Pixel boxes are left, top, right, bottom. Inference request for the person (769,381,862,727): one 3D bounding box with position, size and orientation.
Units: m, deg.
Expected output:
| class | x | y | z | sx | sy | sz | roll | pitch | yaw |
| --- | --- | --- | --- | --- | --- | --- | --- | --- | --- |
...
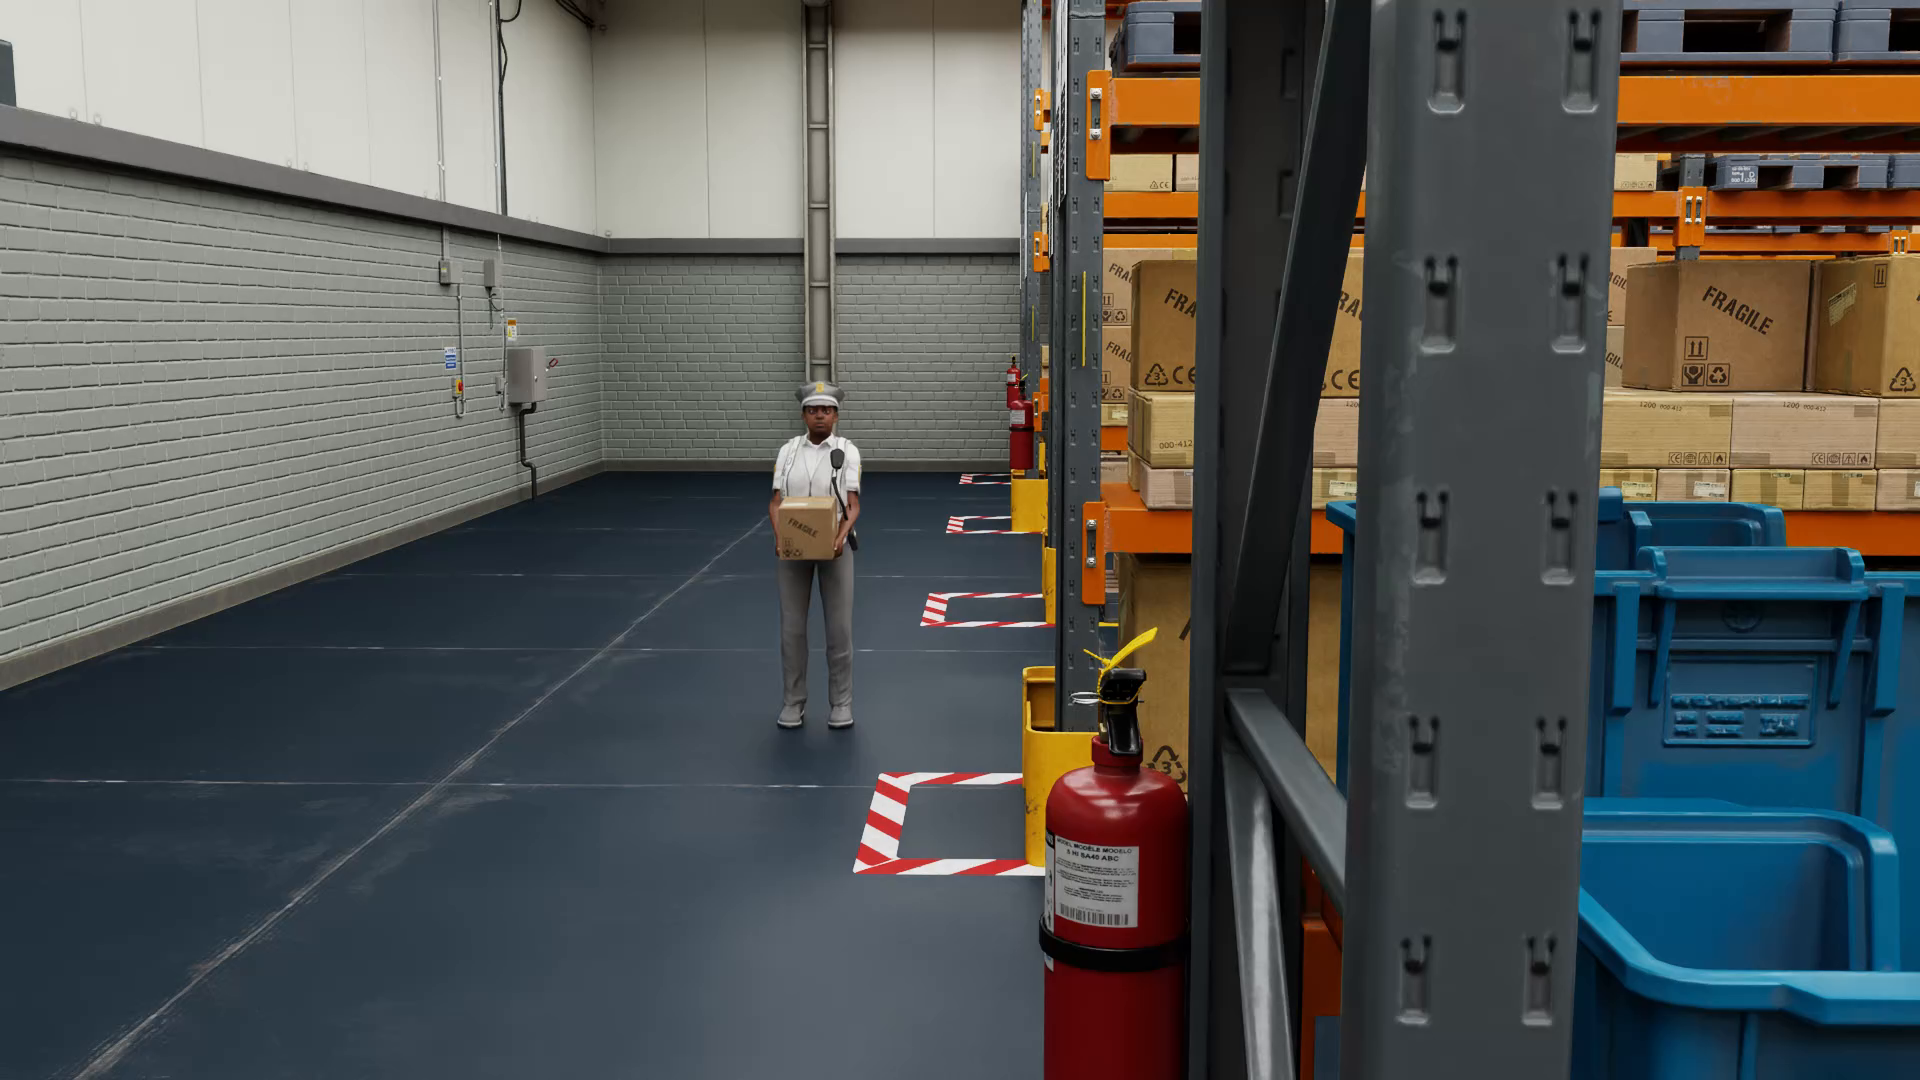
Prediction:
| class | x | y | z | sx | sy | sz | roll | pitch | yaw |
| --- | --- | --- | --- | --- | --- | --- | --- | --- | --- |
| person | -0.709 | 0.072 | 8.104 | 0.449 | 1.688 | 0.540 | 0 | 7 | 2 |
